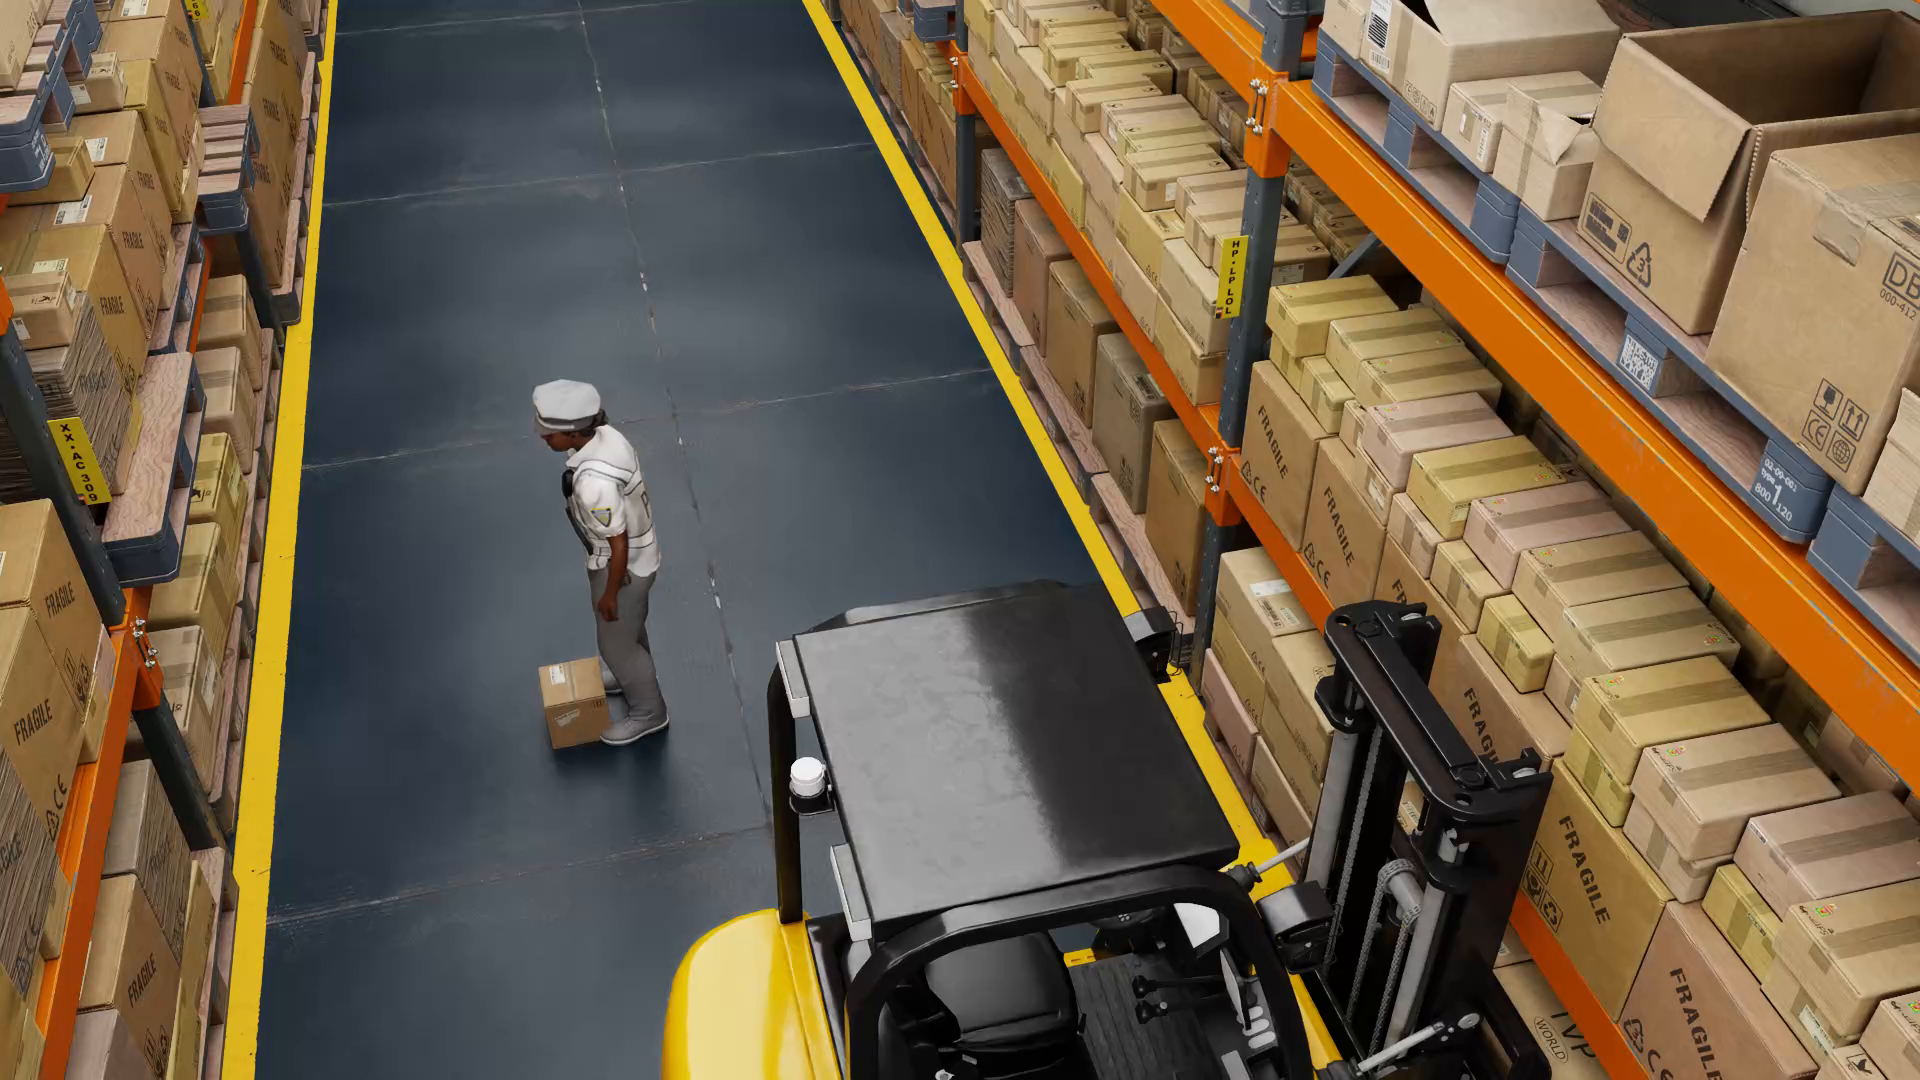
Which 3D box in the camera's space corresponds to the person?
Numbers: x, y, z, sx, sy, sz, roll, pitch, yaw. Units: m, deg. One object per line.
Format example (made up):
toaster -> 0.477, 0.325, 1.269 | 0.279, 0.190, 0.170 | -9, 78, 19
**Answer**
person -> -1.389, 0.086, 6.606 | 0.394, 1.659, 0.504 | -9, 39, -11
